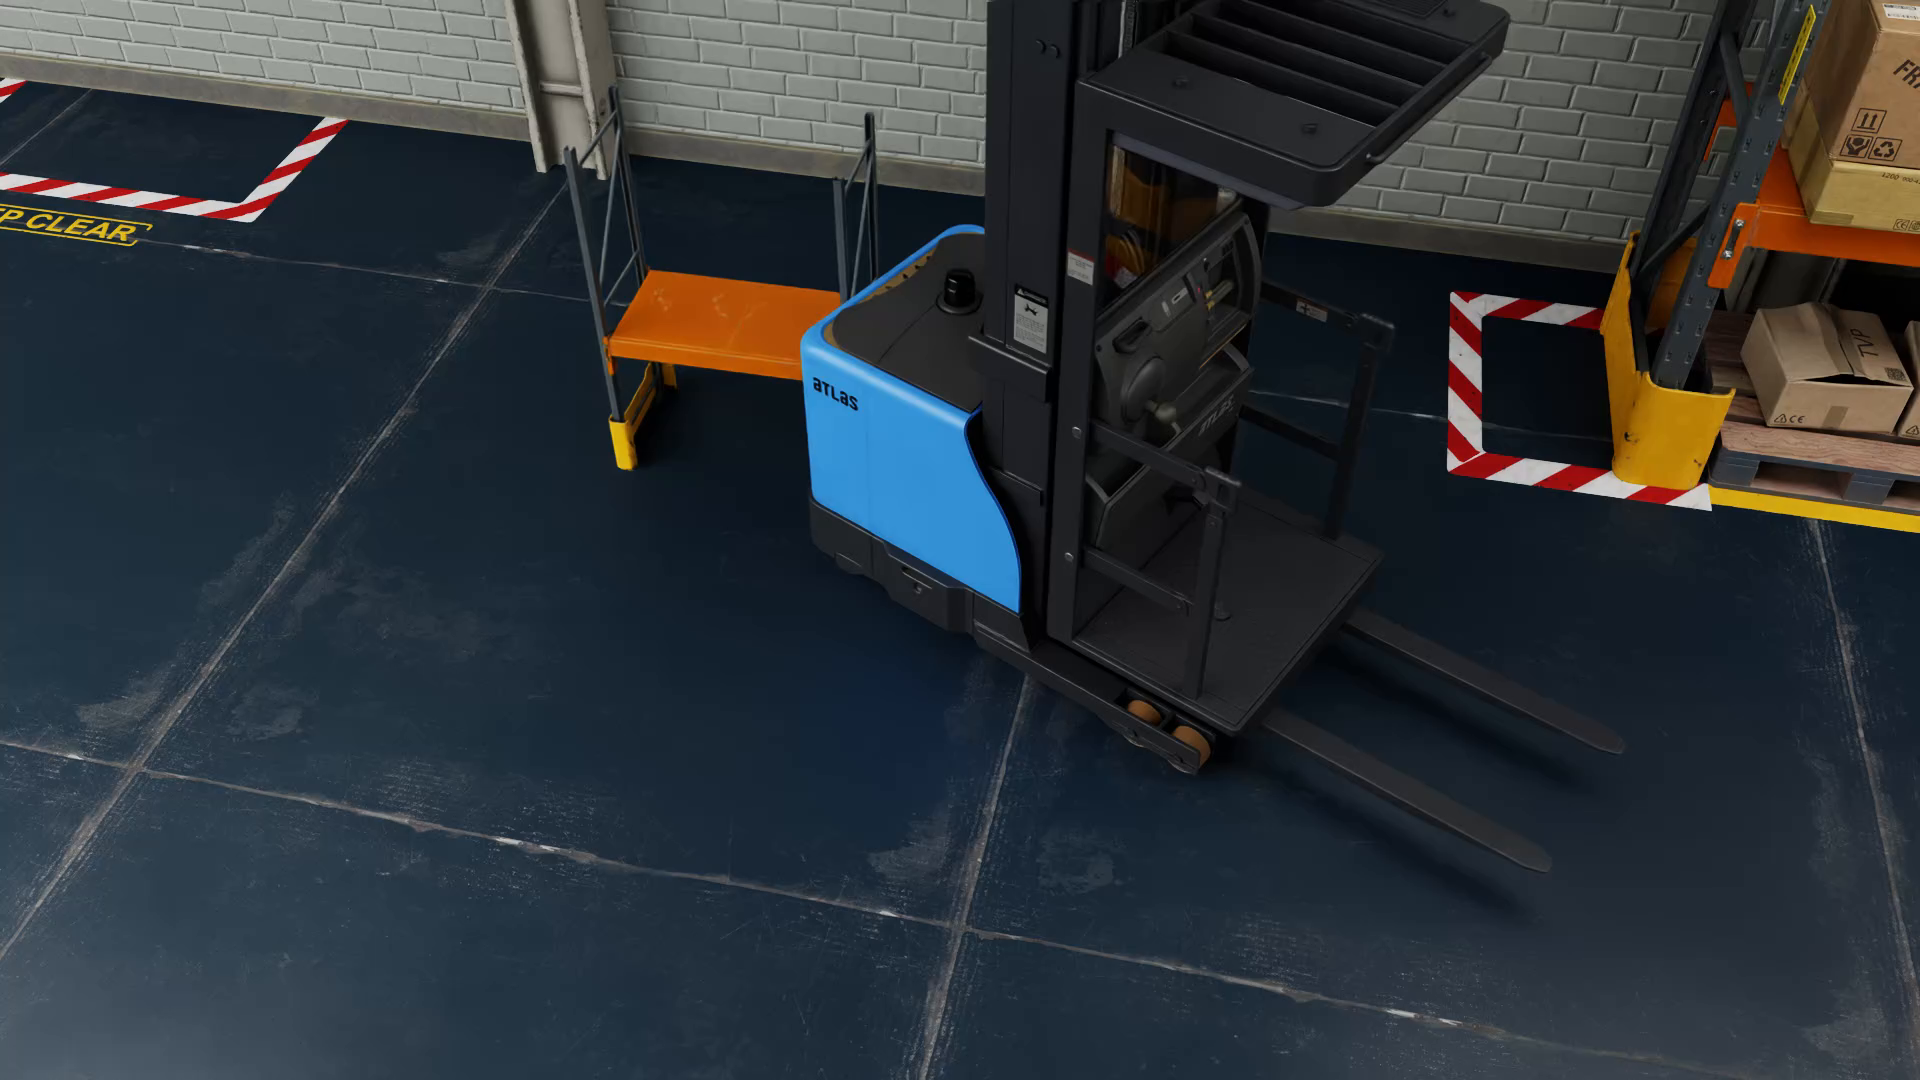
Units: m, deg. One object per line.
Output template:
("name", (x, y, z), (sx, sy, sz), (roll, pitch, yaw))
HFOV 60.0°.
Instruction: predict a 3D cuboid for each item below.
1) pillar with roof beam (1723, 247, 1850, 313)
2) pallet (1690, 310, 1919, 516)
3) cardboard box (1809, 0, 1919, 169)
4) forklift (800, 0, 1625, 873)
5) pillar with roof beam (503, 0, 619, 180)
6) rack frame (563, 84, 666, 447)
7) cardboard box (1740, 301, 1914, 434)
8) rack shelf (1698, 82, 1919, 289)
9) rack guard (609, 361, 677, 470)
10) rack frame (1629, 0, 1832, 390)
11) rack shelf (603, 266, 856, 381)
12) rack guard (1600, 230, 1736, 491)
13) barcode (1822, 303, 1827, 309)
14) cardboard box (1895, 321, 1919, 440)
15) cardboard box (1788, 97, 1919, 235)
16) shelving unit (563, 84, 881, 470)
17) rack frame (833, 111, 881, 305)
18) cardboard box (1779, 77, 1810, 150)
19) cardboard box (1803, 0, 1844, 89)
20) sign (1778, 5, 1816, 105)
("pillar with roof beam", (2.908, -1.439, 1.756), (0.400, 9.000, 9.100), (9, 45, 9))
("pallet", (3.836, -0.548, 7.168), (1.213, 0.211, 1.003), (9, 45, 9))
("cardboard box", (3.377, -1.659, 5.864), (0.500, 0.500, 0.500), (9, 45, 9))
("forklift", (0.883, -0.654, 5.316), (3.031, 2.935, 1.130), (28, 51, 26))
("pillar with roof beam", (-2.947, -2.347, 2.700), (0.400, 9.000, 9.100), (9, 45, 9))
("rack frame", (-1.383, -1.045, 6.754), (0.032, 1.500, 0.500), (8, 44, 8))
("cardboard box", (3.632, -0.736, 6.973), (0.500, 0.311, 0.500), (4, 44, 4))
("rack shelf", (4.928, -1.149, 6.300), (4.000, 0.370, 1.077), (9, 45, 9))
("rack guard", (-1.364, -0.592, 7.185), (0.087, 0.250, 0.587), (8, 44, 8))
("rack frame", (2.976, -1.711, 6.365), (0.127, 3.000, 1.000), (9, 45, 9))
("rack shelf", (-0.885, -0.844, 6.805), (1.000, 0.185, 0.538), (8, 44, 8))
("rack guard", (3.050, -0.799, 7.220), (0.348, 0.500, 1.175), (9, 45, 9))
("barcode", (3.737, -1.007, 7.248), (0.075, 0.075, 0.001), (9, 45, 9))
("cardboard box", (4.188, -0.649, 6.883), (0.500, 0.311, 0.500), (12, 45, 12))
("cardboard box", (3.383, -1.376, 6.110), (0.500, 0.250, 0.500), (8, 44, 8))
("shelving unit", (-0.876, -0.973, 6.679), (1.083, 1.500, 0.587), (8, 44, 8))
("rack frame", (-0.387, -0.903, 6.606), (0.032, 1.500, 0.500), (8, 44, 8))
("cardboard box", (3.475, -1.725, 6.473), (0.500, 0.250, 0.500), (9, 45, 10))
("cardboard box", (3.483, -2.007, 6.225), (0.500, 0.500, 0.500), (8, 45, 9))
("sign", (2.858, -1.656, 5.683), (0.005, 0.325, 0.100), (9, 45, 9))
